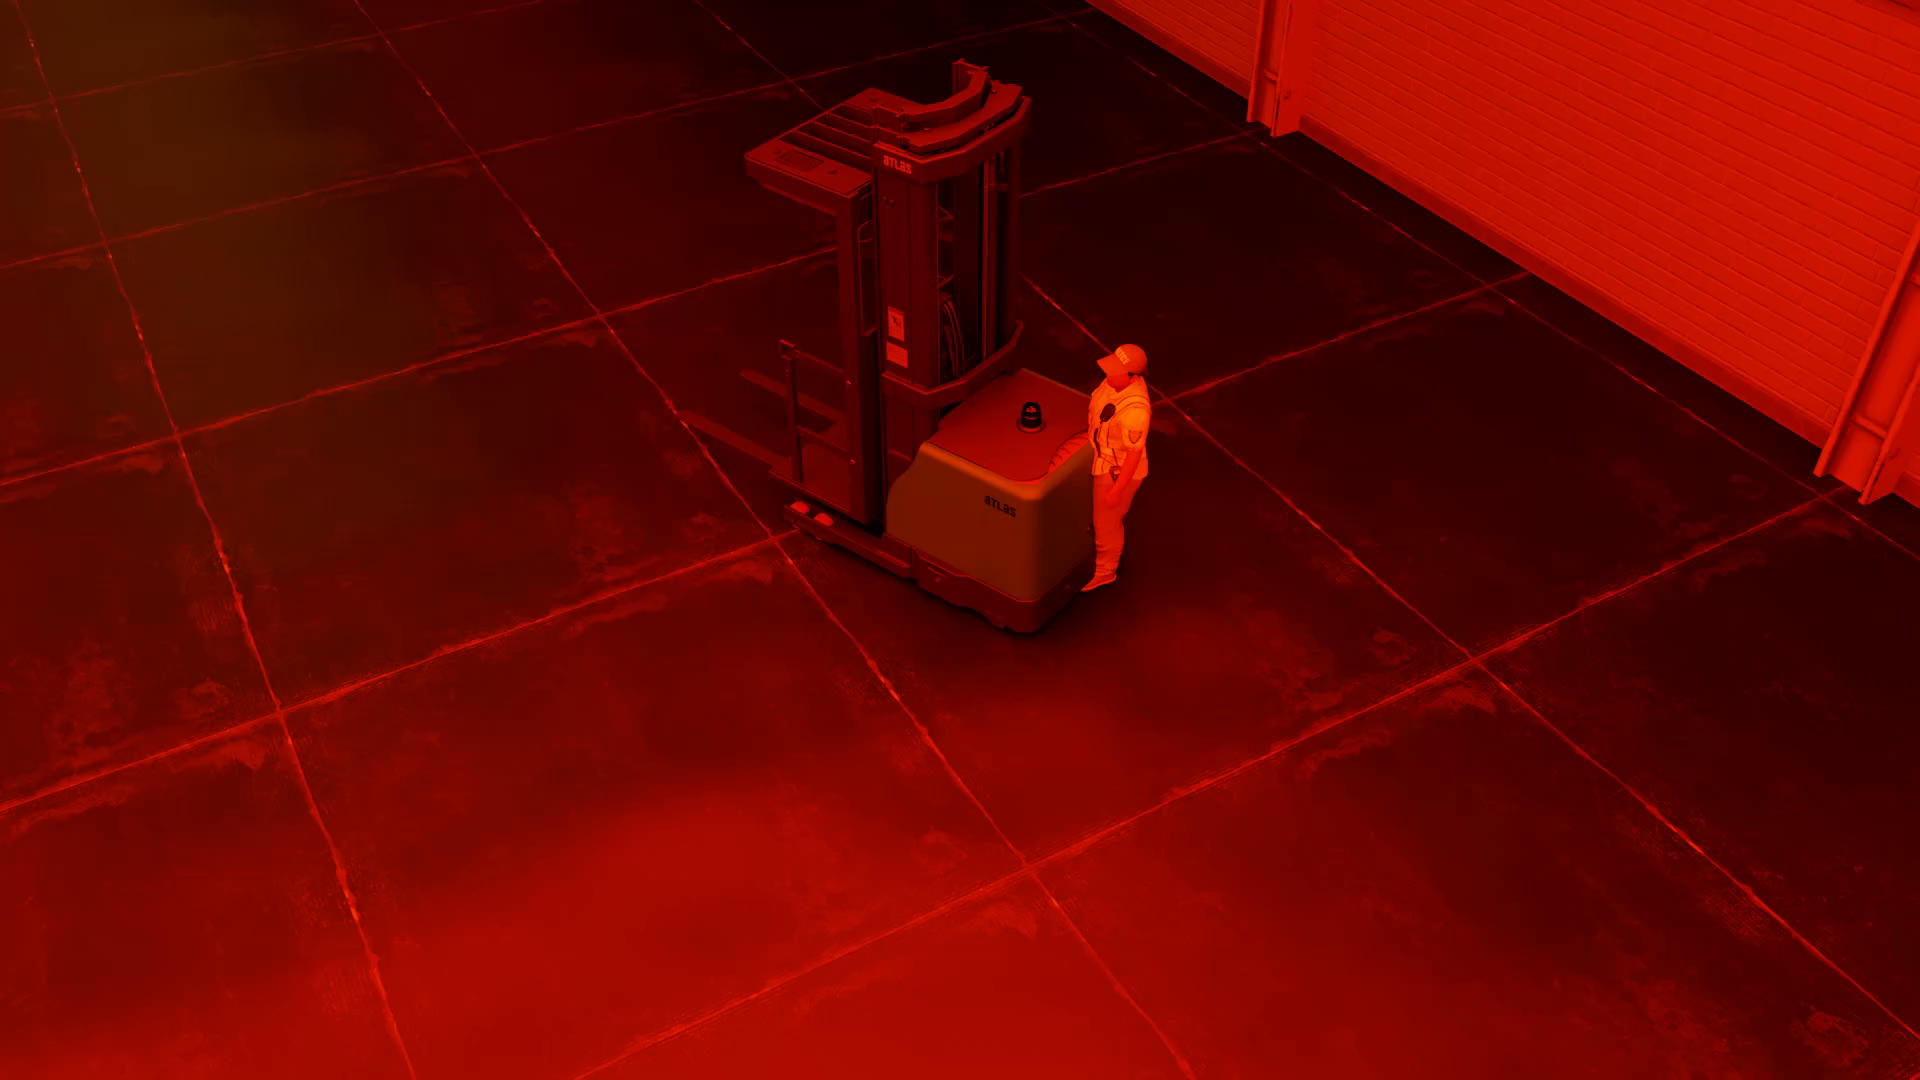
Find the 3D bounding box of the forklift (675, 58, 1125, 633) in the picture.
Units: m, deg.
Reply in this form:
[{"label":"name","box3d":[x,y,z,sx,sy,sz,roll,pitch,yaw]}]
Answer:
[{"label":"forklift","box3d":[-0.481,-1.366,9.683,3.031,2.935,1.130,26,46,28]}]

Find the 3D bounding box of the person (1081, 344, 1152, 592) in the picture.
[{"label":"person","box3d":[0.789,-0.424,9.525,0.529,1.670,0.598,-6,40,-7]}]
